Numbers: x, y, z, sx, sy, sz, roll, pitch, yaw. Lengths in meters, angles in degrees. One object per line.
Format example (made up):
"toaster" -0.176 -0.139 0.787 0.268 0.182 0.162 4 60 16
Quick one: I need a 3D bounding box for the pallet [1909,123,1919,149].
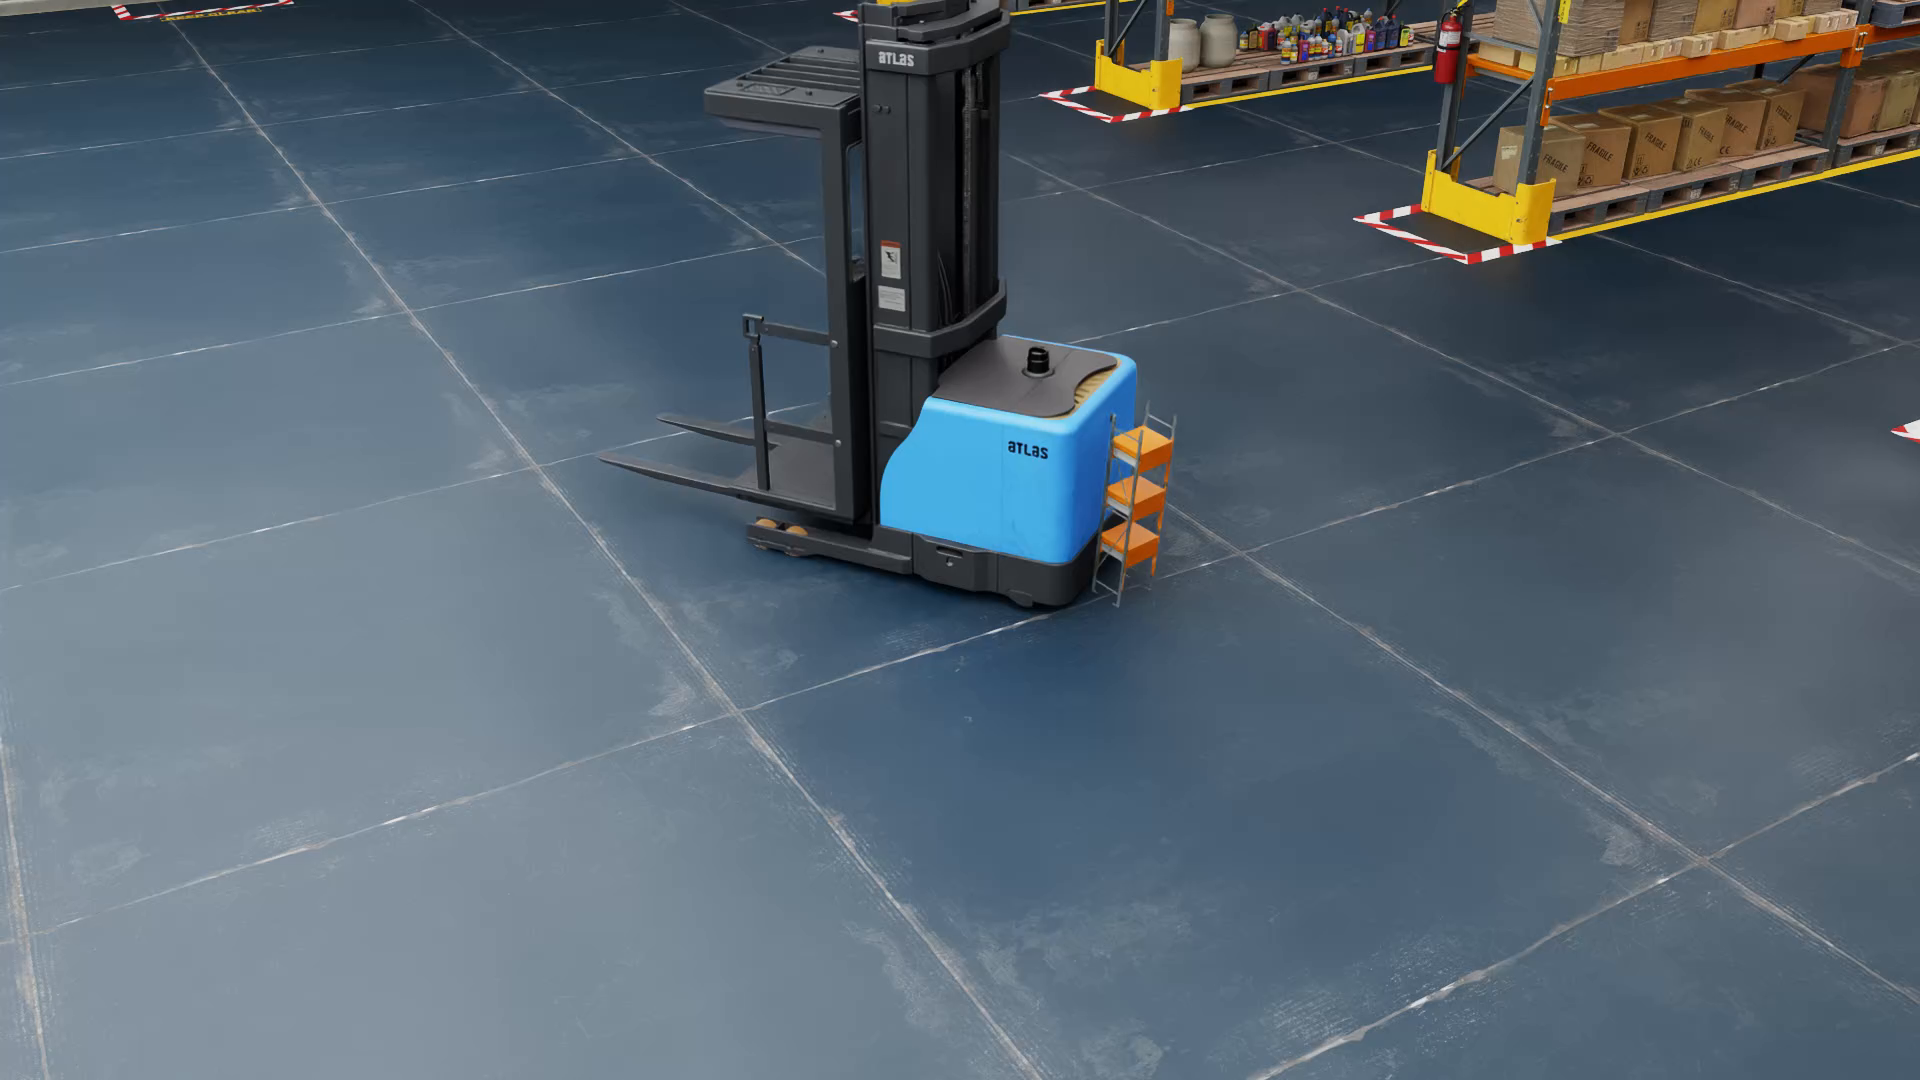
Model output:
"pallet" 9.536 -4.232 16.699 1.213 0.211 1.003 -16 33 -26

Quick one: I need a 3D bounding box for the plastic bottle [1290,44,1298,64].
"plastic bottle" 3.665 -5.352 18.284 0.097 0.201 0.097 0 29 0

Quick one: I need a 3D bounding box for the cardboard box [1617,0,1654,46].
"cardboard box" 5.223 -4.451 13.800 0.500 0.500 0.875 -16 33 -26

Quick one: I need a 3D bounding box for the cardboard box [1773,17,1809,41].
"cardboard box" 7.151 -4.475 14.514 0.250 0.149 0.380 -16 33 -26

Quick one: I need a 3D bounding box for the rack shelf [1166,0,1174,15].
"rack shelf" 3.579 -6.219 18.160 4.000 0.370 1.077 -16 33 -26

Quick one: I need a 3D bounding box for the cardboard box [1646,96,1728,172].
"cardboard box" 6.462 -3.641 14.895 0.500 0.500 0.500 -19 34 -31

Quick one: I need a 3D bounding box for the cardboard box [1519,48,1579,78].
"cardboard box" 4.731 -3.842 13.367 0.250 0.149 0.380 -16 33 -26

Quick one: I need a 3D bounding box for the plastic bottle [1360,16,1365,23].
"plastic bottle" 4.719 -6.071 19.588 0.097 0.201 0.097 0 29 0

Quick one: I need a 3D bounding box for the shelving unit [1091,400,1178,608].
"shelving unit" 0.881 -0.174 8.460 0.252 1.050 0.215 -23 42 -35

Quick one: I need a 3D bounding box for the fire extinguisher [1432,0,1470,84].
"fire extinguisher" 4.032 -4.112 13.676 0.183 0.674 0.296 -16 33 -26

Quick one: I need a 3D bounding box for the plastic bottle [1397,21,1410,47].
"plastic bottle" 5.056 -5.772 18.961 0.133 0.283 0.061 -14 32 -24

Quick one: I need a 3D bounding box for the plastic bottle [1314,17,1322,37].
"plastic bottle" 4.127 -5.900 19.204 0.097 0.271 0.097 0 29 0

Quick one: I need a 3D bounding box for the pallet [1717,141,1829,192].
"pallet" 7.252 -3.561 15.484 1.213 0.211 1.003 -16 33 -26

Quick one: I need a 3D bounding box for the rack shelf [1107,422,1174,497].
"rack shelf" 0.897 -0.403 8.312 0.240 0.259 0.215 -23 42 -35

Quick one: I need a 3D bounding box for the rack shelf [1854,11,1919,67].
"rack shelf" 9.537 -5.135 16.195 4.000 0.370 1.077 -16 33 -26

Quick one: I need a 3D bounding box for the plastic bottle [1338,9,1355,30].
"plastic bottle" 4.470 -5.972 19.253 0.185 0.351 0.144 -16 33 -26

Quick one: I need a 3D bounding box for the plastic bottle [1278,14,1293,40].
"plastic bottle" 3.708 -5.836 19.007 0.185 0.351 0.144 -14 32 -24

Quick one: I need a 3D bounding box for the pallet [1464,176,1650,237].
"pallet" 5.148 -2.963 14.401 1.213 0.211 1.003 -16 33 -26

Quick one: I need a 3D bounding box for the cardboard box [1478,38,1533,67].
"cardboard box" 4.505 -4.027 13.703 0.250 0.149 0.380 -16 33 -26

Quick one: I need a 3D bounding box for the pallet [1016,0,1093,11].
"pallet" 1.037 -7.390 22.422 1.213 0.211 1.003 -16 33 -26

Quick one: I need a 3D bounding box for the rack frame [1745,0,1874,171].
"rack frame" 7.813 -4.961 15.134 0.127 3.000 1.000 -16 33 -26

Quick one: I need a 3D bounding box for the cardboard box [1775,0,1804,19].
"cardboard box" 6.945 -4.943 14.690 0.500 0.500 0.875 -16 33 -26

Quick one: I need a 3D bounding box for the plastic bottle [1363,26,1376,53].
"plastic bottle" 4.610 -5.645 18.731 0.133 0.283 0.061 -14 32 -23

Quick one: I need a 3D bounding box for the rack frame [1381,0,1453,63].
"rack frame" 5.304 -7.024 18.873 0.127 3.000 1.000 -16 33 -26

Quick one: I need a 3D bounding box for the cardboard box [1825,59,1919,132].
"cardboard box" 8.774 -4.309 16.086 0.500 0.500 0.700 -16 33 -27

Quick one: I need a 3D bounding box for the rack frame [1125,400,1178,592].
"rack frame" 0.973 -0.213 8.531 0.008 1.050 0.200 -23 42 -35

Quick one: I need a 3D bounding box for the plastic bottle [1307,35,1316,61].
"plastic bottle" 3.871 -5.441 18.373 0.097 0.271 0.097 0 29 0

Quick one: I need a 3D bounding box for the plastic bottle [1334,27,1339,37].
"plastic bottle" 4.254 -5.630 18.703 0.133 0.283 0.061 -16 33 -26

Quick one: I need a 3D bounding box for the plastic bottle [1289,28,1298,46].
"plastic bottle" 3.807 -5.731 18.972 0.097 0.201 0.097 0 29 0

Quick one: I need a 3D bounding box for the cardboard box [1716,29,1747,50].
"cardboard box" 6.476 -4.315 14.224 0.250 0.149 0.380 -16 33 -26

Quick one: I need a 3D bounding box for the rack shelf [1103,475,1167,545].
"rack shelf" 0.881 -0.165 8.466 0.240 0.259 0.215 -23 42 -35

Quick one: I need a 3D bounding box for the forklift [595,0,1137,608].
"forklift" -0.611 -1.407 8.766 3.031 2.935 1.130 13 31 22

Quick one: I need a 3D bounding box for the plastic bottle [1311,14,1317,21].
"plastic bottle" 4.071 -5.933 19.253 0.133 0.283 0.061 -14 32 -24

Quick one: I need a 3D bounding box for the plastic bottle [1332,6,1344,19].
"plastic bottle" 4.397 -6.032 19.362 0.185 0.351 0.144 -15 32 -25

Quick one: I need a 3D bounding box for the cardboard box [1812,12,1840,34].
"cardboard box" 7.556 -4.618 14.774 0.250 0.149 0.380 -16 33 -26

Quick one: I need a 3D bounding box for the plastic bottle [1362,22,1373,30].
"plastic bottle" 4.632 -5.755 18.937 0.135 0.276 0.152 -16 33 -26

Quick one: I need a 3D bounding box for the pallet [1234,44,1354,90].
"pallet" 3.650 -5.356 18.736 1.213 0.211 1.003 -16 33 -26

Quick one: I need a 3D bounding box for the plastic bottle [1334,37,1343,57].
"plastic bottle" 4.220 -5.509 18.569 0.097 0.201 0.097 0 29 0

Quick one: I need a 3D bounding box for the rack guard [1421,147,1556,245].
"rack guard" 4.430 -2.906 13.998 0.348 0.500 1.175 -16 33 -26

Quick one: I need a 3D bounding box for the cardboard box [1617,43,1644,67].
"cardboard box" 5.384 -4.020 13.690 0.250 0.149 0.380 -16 33 -26

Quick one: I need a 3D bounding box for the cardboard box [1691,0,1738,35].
"cardboard box" 6.113 -4.673 14.202 0.500 0.500 0.875 -16 33 -26

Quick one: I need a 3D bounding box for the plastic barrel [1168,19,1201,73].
"plastic barrel" 2.384 -5.332 17.948 0.421 0.512 0.421 0 29 0

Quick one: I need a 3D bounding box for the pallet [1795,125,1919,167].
"pallet" 8.483 -3.931 16.155 1.213 0.211 1.003 -16 33 -26

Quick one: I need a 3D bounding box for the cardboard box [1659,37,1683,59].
"cardboard box" 5.805 -4.151 13.927 0.250 0.149 0.380 -16 33 -26

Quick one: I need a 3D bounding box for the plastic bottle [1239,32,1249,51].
"plastic bottle" 3.216 -5.645 18.814 0.097 0.201 0.097 0 29 0

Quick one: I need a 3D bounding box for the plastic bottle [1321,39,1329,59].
"plastic bottle" 4.043 -5.459 18.478 0.097 0.201 0.097 0 29 0

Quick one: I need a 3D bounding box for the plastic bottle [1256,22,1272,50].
"plastic bottle" 3.447 -5.727 18.887 0.135 0.276 0.152 -16 33 -26

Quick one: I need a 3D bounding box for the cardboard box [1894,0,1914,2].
"cardboard box" 8.569 -5.543 15.135 1.000 1.000 1.000 -16 33 -26

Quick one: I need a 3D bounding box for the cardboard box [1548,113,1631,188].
"cardboard box" 5.409 -3.378 14.418 0.500 0.500 0.500 -8 30 -13

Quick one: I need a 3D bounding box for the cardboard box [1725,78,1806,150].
"cardboard box" 7.448 -3.969 15.490 0.500 0.500 0.500 -17 33 -28
